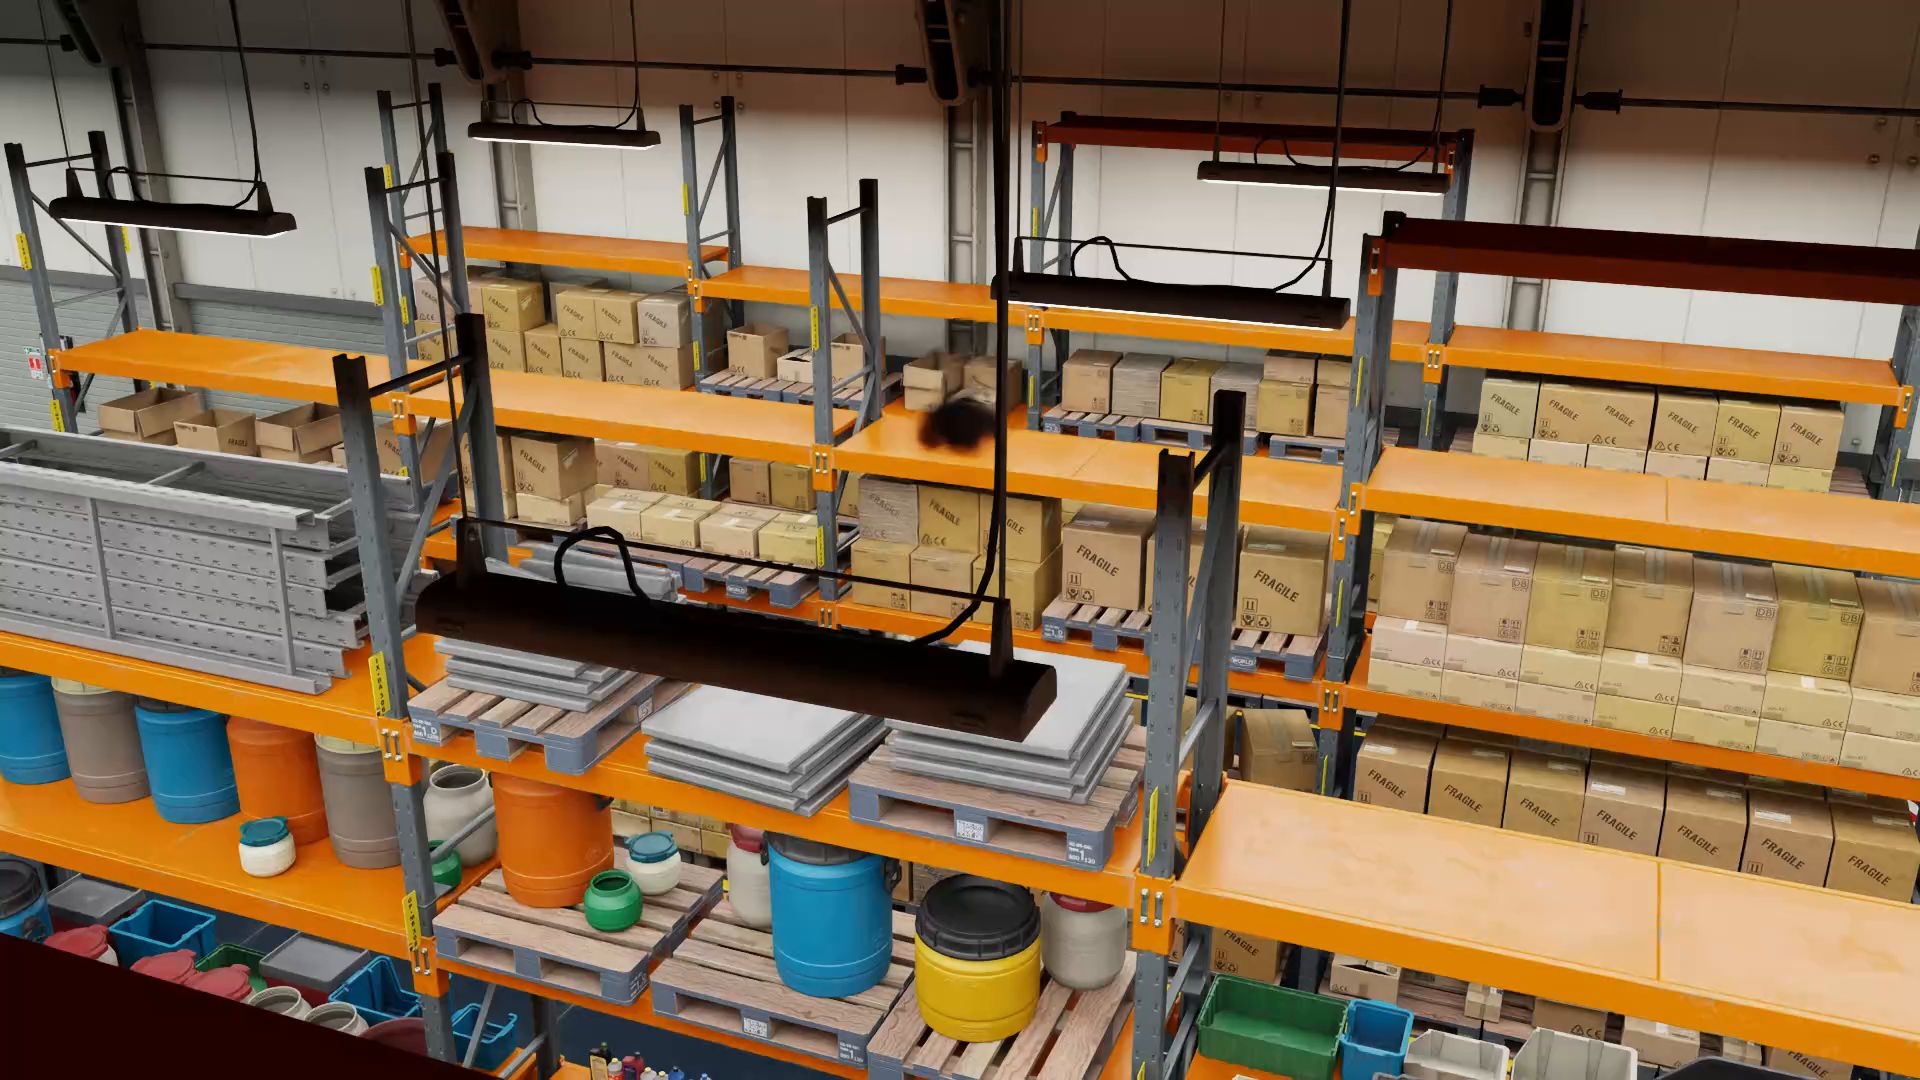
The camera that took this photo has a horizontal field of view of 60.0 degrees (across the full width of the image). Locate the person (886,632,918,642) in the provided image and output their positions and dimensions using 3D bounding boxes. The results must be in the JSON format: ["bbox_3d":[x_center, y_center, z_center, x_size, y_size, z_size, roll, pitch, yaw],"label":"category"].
[{"bbox_3d":[-0.538,1.298,16.705,0.988,1.695,0.714,2,21,6],"label":"person"}]
